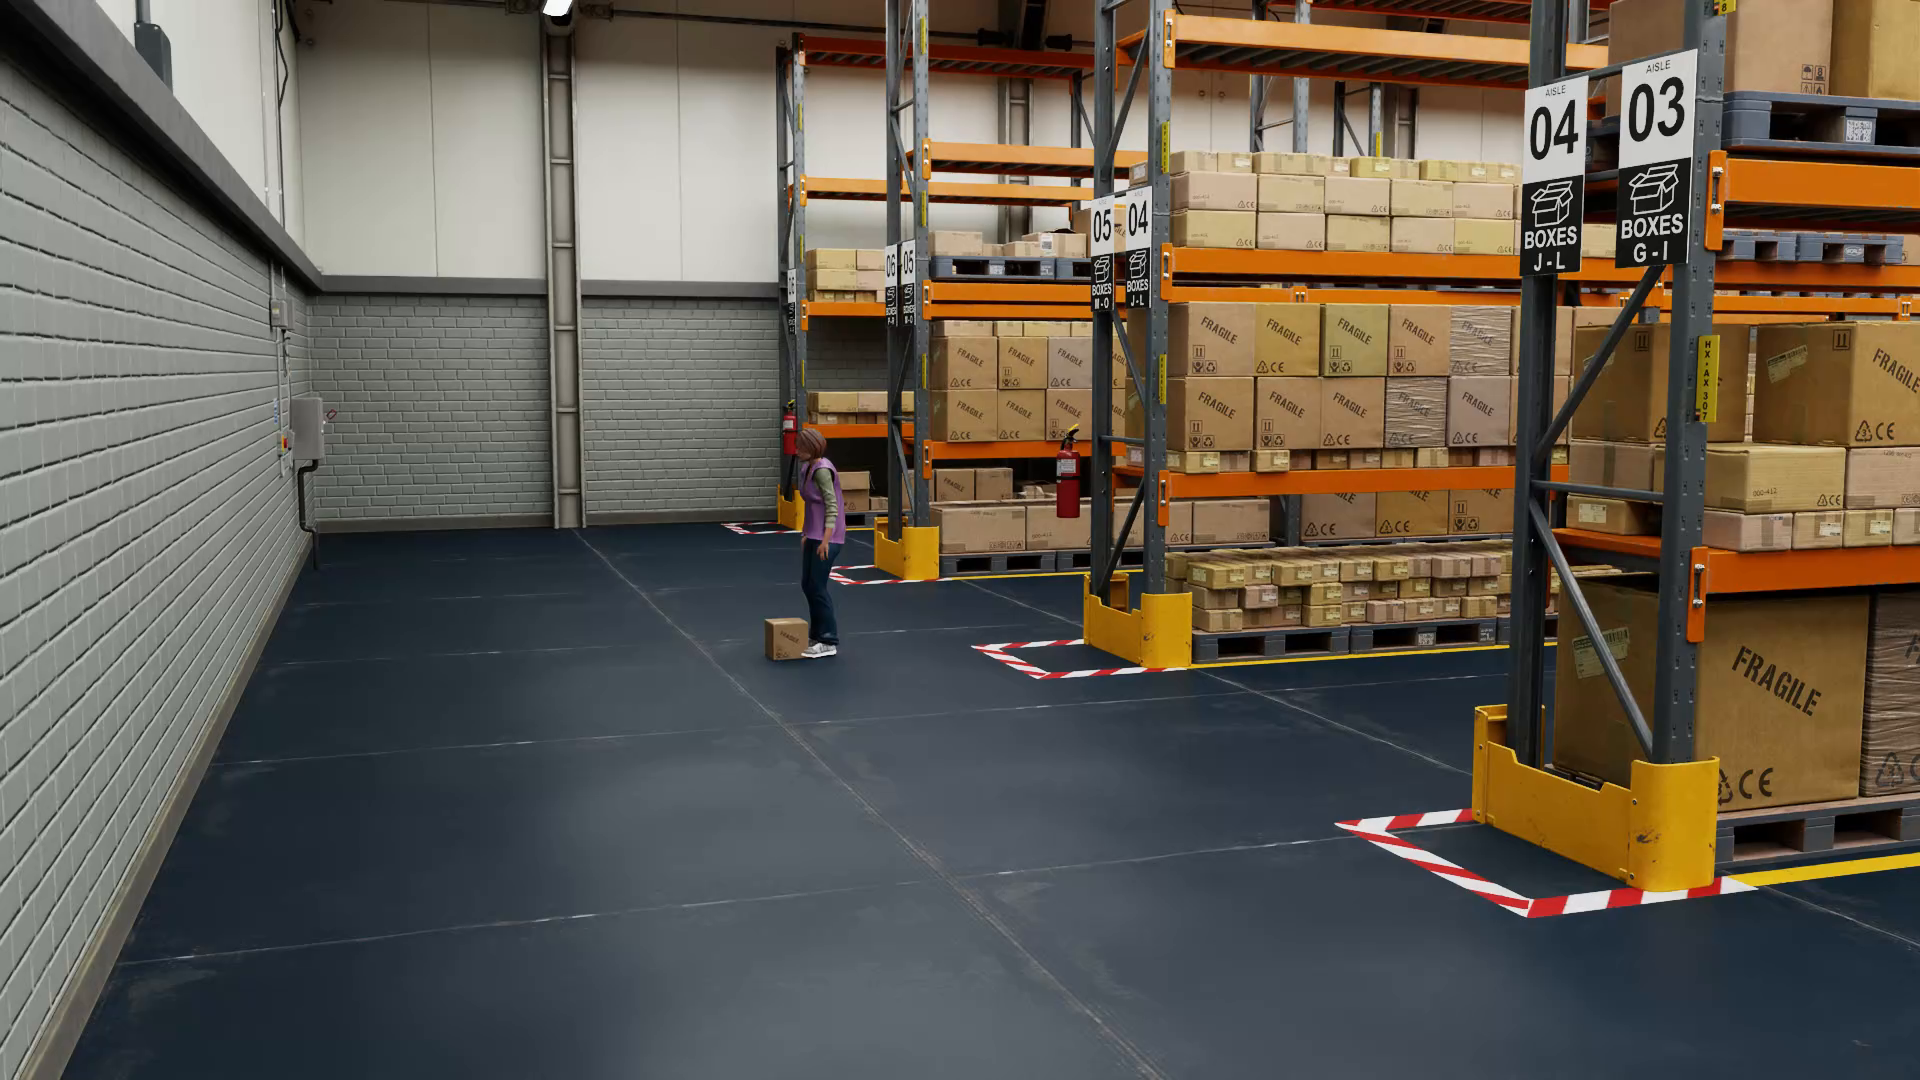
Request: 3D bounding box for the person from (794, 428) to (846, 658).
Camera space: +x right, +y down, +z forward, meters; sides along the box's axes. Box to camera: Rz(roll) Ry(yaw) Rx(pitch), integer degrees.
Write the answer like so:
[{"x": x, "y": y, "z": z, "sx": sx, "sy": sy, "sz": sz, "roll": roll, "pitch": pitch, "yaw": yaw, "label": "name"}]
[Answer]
[{"x": -0.991, "y": 0.014, "z": 11.641, "sx": 0.347, "sy": 1.592, "sz": 0.481, "roll": -2, "pitch": 6, "yaw": -22, "label": "person"}]
